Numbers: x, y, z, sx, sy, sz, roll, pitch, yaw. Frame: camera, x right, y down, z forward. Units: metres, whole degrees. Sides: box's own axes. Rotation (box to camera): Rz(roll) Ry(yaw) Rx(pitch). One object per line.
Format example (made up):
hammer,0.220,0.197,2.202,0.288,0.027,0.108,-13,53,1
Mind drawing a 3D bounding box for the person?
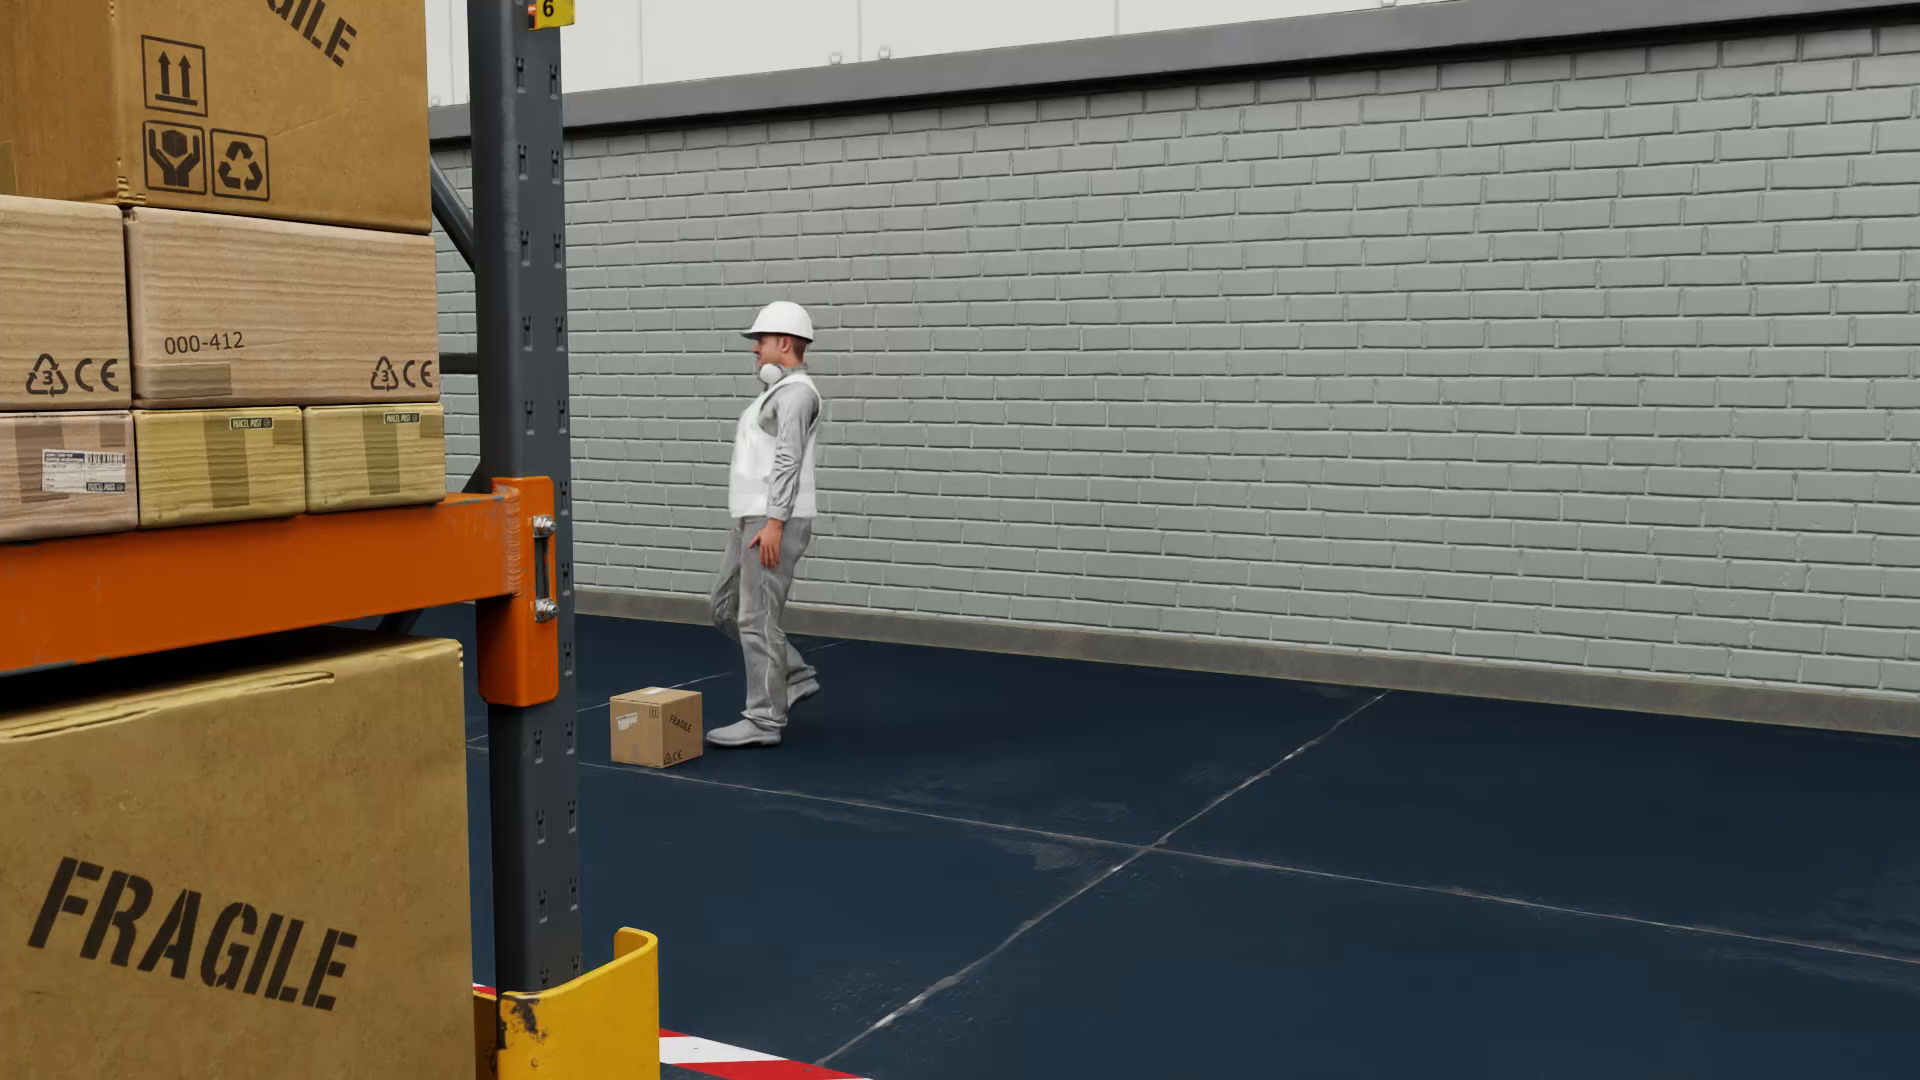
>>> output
person,-0.799,-0.076,6.705,0.490,1.764,0.565,-1,6,-12
